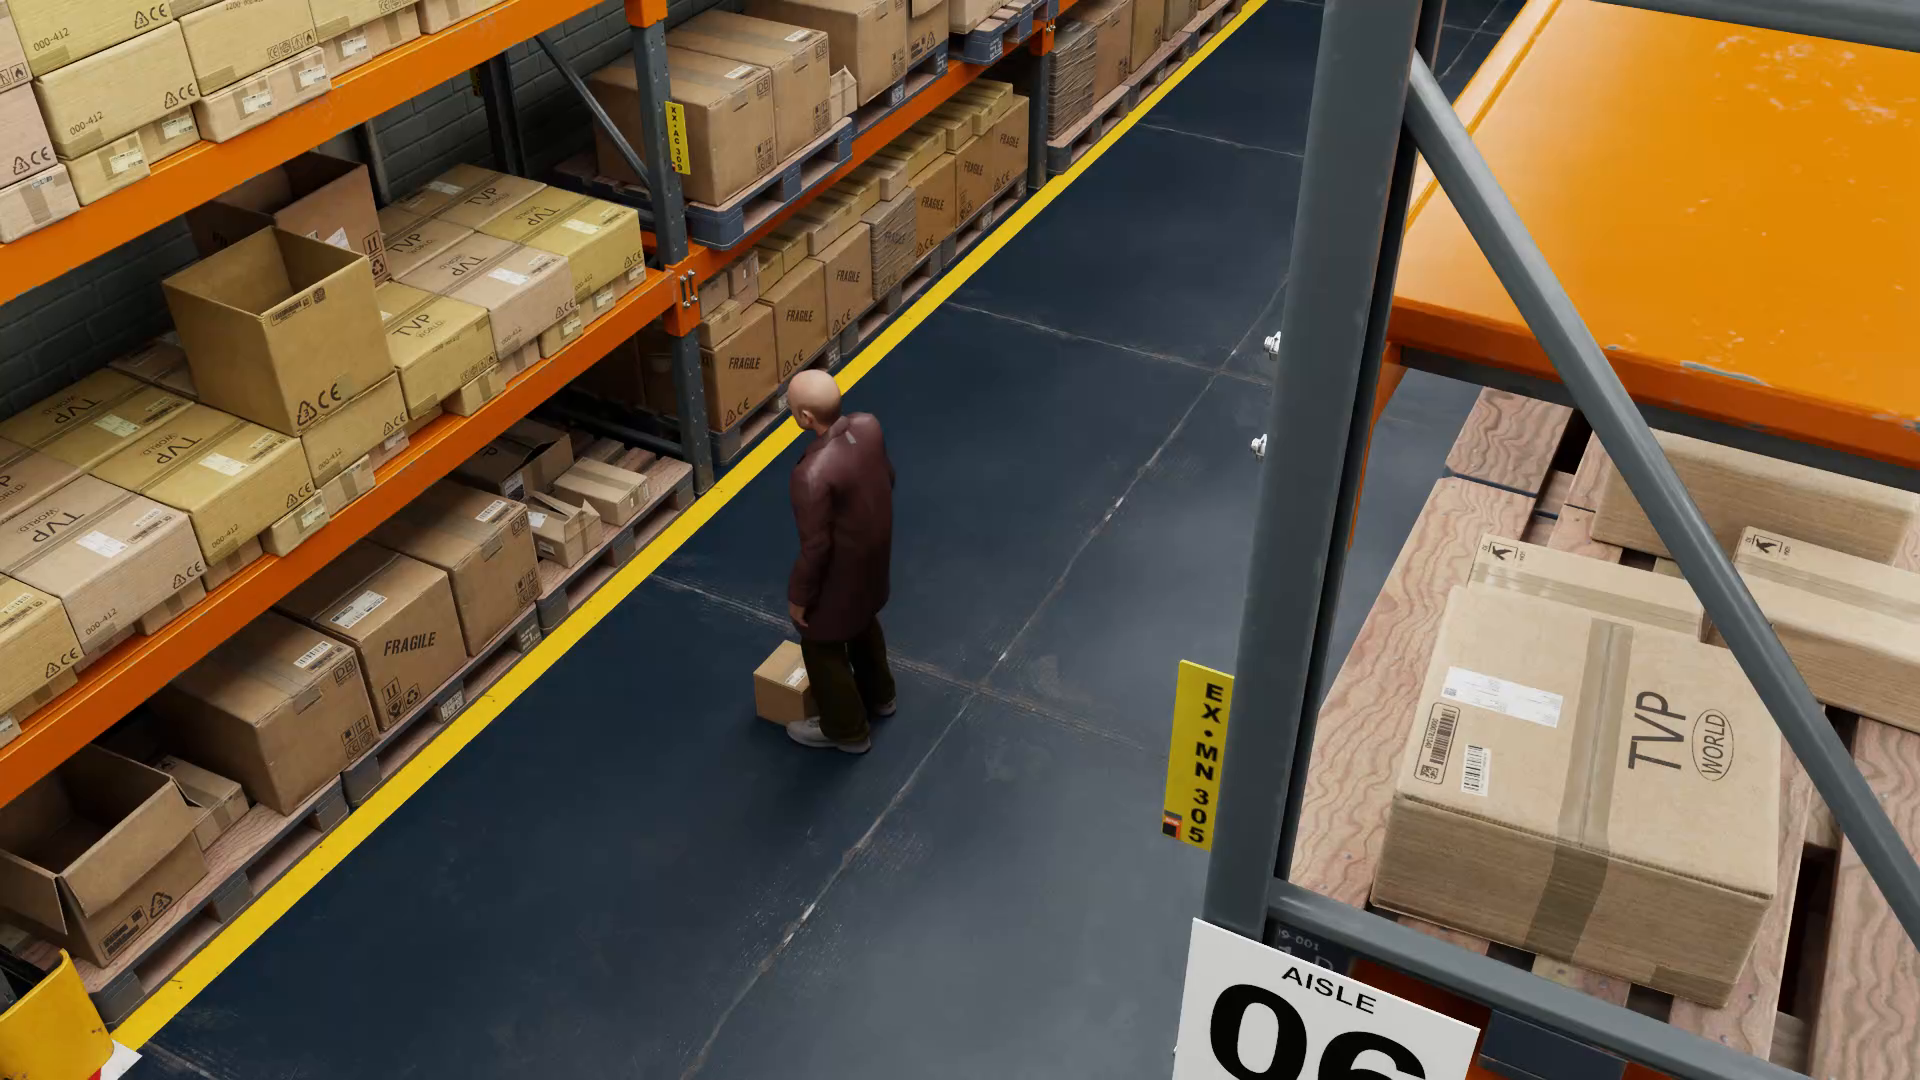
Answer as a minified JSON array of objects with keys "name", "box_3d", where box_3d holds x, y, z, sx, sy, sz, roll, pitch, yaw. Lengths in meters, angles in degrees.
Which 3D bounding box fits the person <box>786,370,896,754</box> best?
[{"name":"person","box_3d":[-0.486,0.092,6.643,0.428,1.773,0.643,18,41,22]}]
